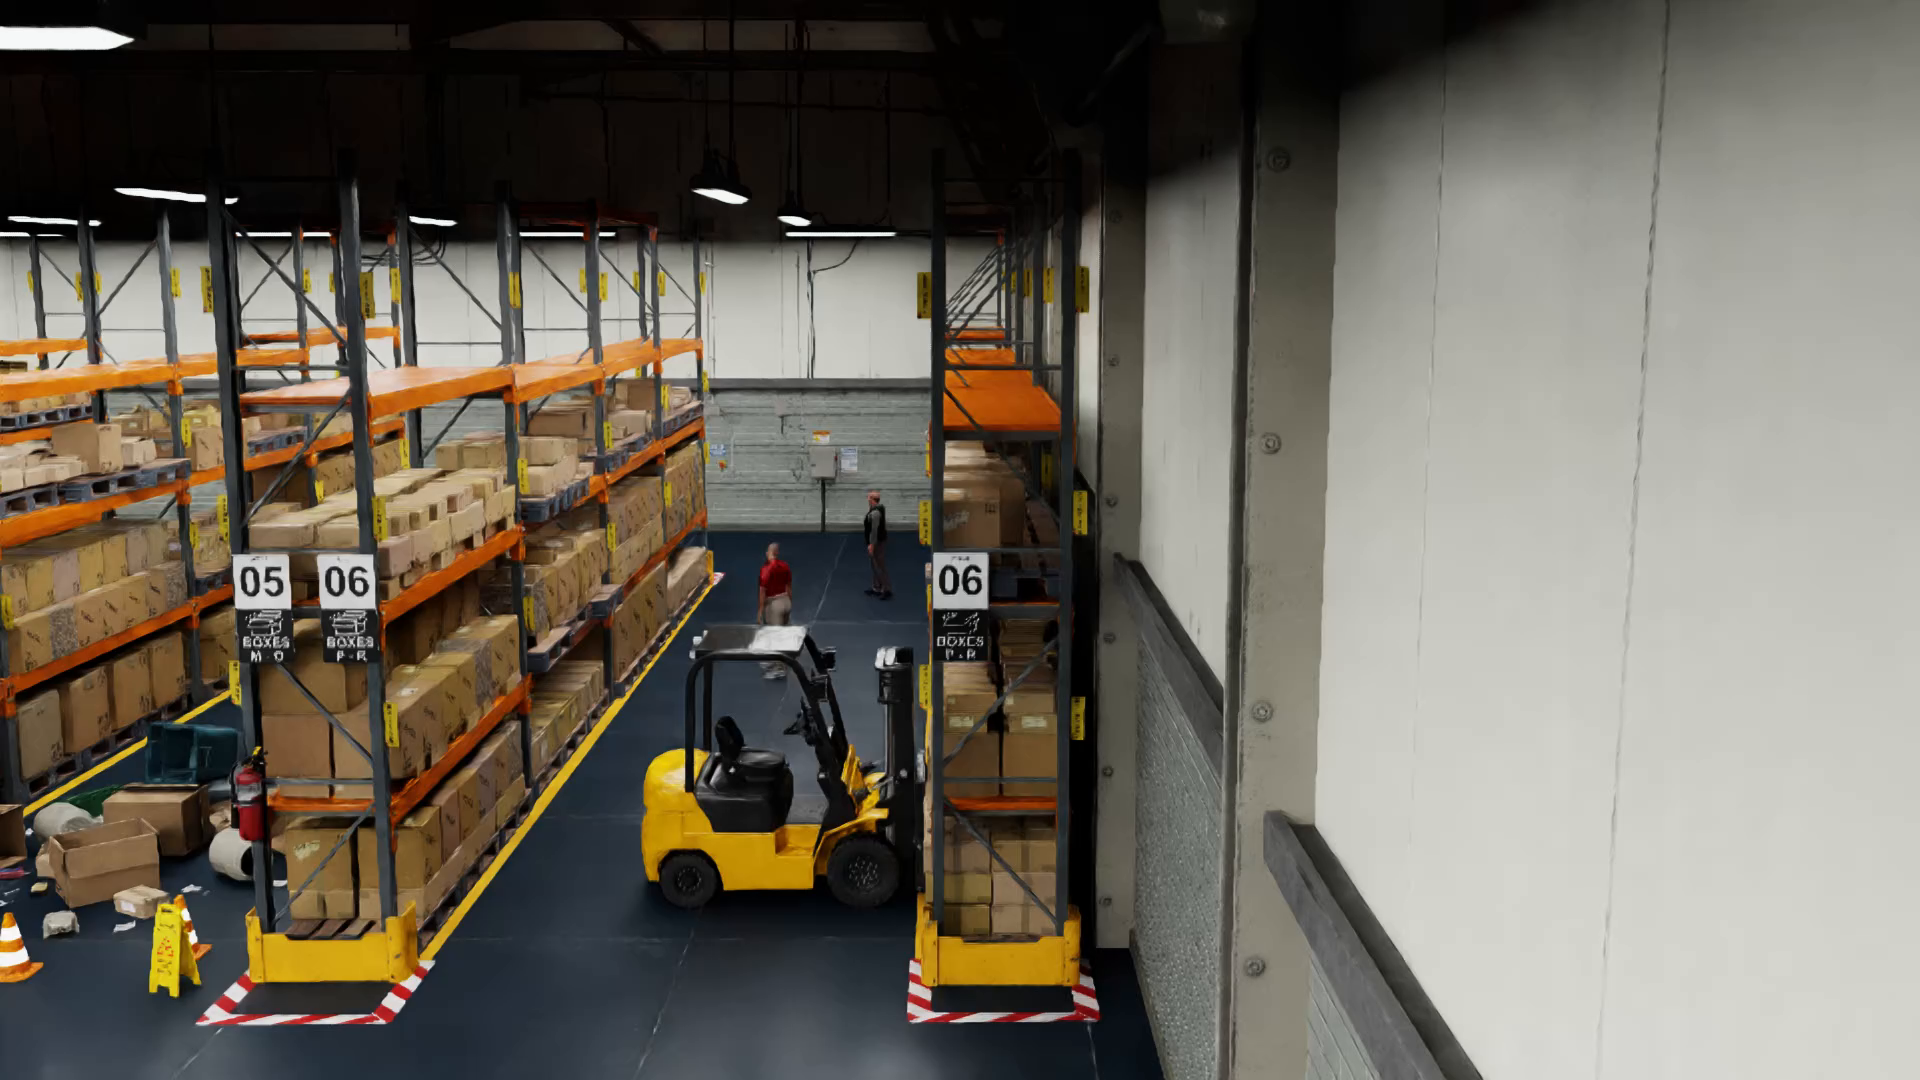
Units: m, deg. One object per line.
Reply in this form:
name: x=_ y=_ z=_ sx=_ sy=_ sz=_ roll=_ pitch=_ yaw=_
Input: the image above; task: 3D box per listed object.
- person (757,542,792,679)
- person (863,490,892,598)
person: x=-2.422 y=0.879 z=21.476 sx=0.580 sy=1.721 sz=0.654 roll=5 pitch=10 yaw=27
person: x=-1.336 y=0.048 z=26.691 sx=0.478 sy=1.718 sz=0.587 roll=0 pitch=9 yaw=2
